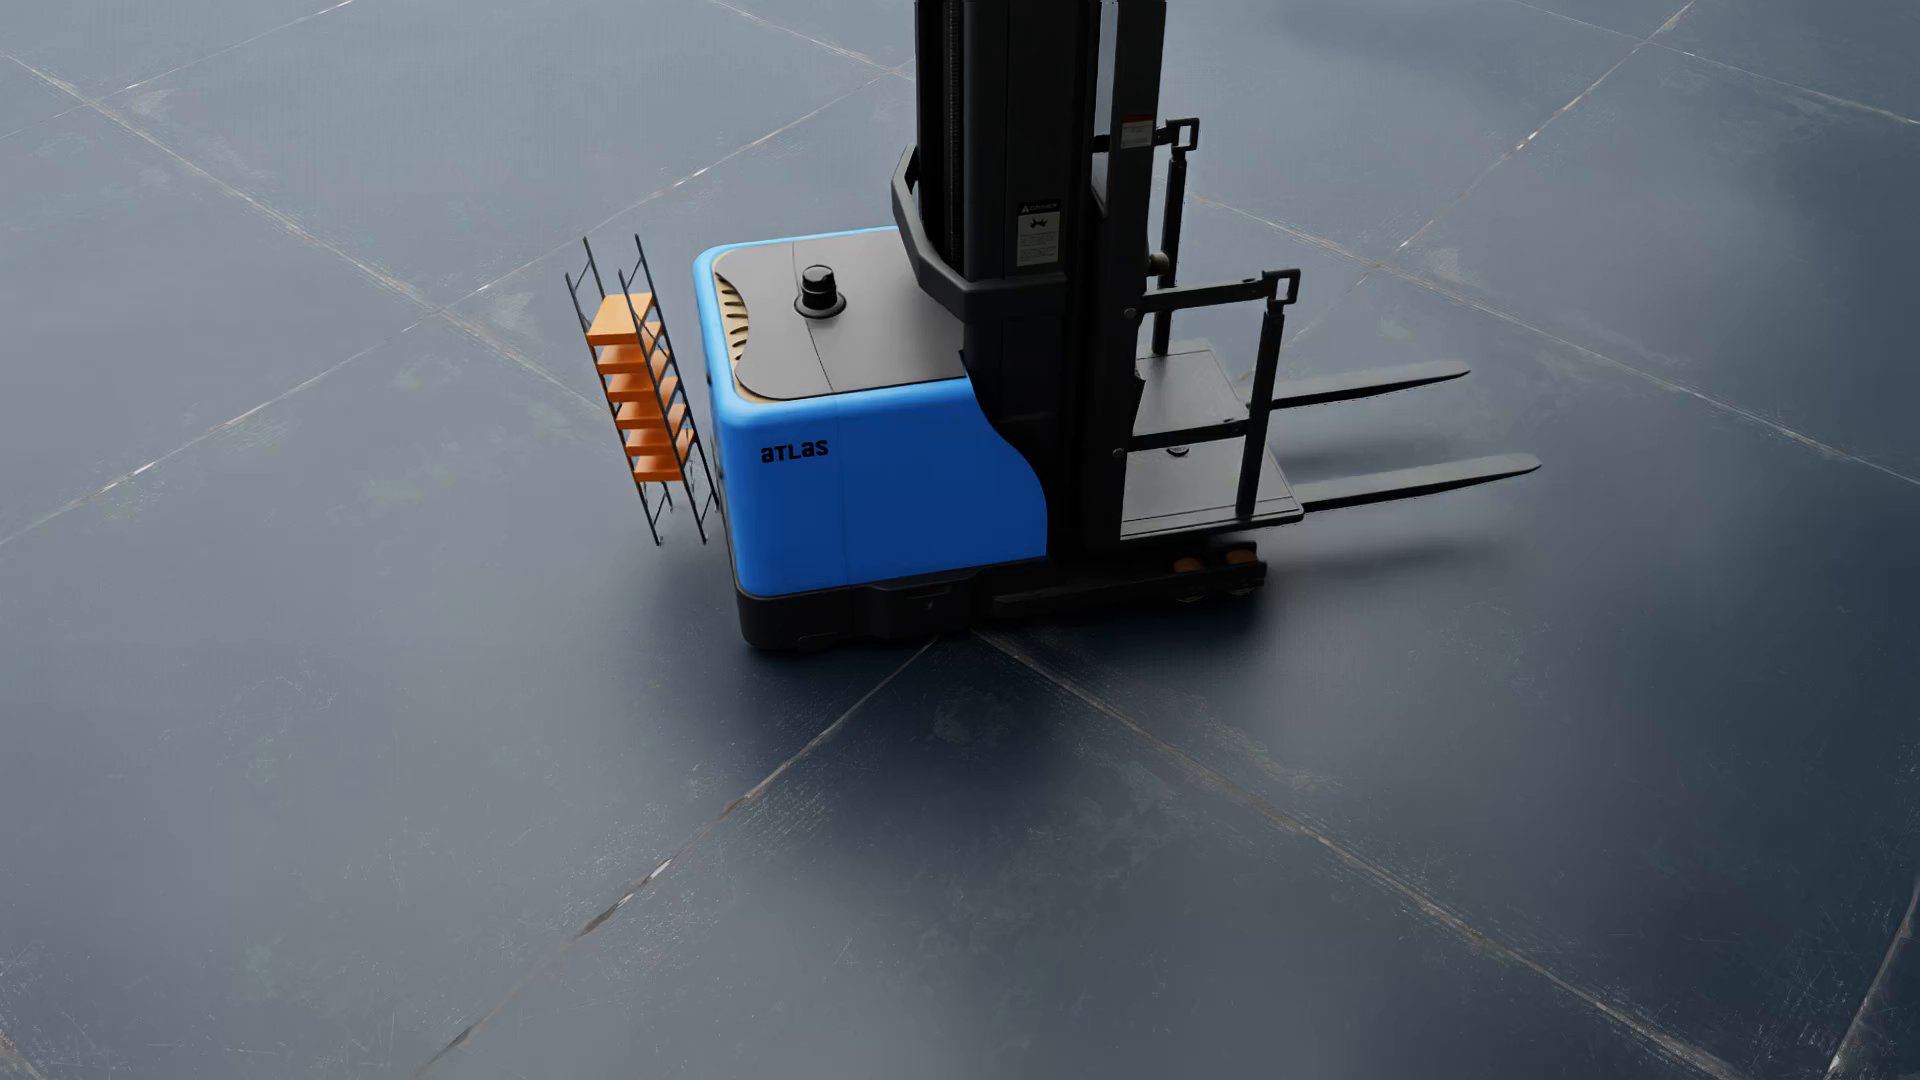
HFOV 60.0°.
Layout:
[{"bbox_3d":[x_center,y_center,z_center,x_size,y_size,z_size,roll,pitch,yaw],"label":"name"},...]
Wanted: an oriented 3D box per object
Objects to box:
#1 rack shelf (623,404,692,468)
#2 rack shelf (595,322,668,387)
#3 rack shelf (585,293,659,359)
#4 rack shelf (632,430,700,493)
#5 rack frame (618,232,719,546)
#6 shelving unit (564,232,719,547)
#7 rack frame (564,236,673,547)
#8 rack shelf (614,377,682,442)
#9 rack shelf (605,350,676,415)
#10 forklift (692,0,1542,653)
[{"bbox_3d":[-1.086,-0.381,6.007,0.180,0.103,0.258,-2,42,10],"label":"rack shelf"},{"bbox_3d":[-1.134,-0.648,5.771,0.180,0.103,0.258,-2,42,10],"label":"rack shelf"},{"bbox_3d":[-1.150,-0.738,5.692,0.180,0.103,0.258,-2,42,10],"label":"rack shelf"},{"bbox_3d":[-1.070,-0.292,6.086,0.180,0.103,0.258,-2,42,10],"label":"rack shelf"},{"bbox_3d":[-1.018,-0.505,5.884,0.006,1.200,0.240,-2,42,10],"label":"rack frame"},{"bbox_3d":[-1.108,-0.503,5.899,0.189,1.200,0.258,-2,42,10],"label":"shelving unit"},{"bbox_3d":[-1.198,-0.500,5.915,0.006,1.200,0.240,-2,42,10],"label":"rack frame"},{"bbox_3d":[-1.102,-0.470,5.928,0.180,0.103,0.258,-2,42,10],"label":"rack shelf"},{"bbox_3d":[-1.118,-0.559,5.850,0.180,0.103,0.258,-2,42,10],"label":"rack shelf"},{"bbox_3d":[0.631,-1.201,5.392,3.031,2.935,1.130,-8,43,-9],"label":"forklift"}]
